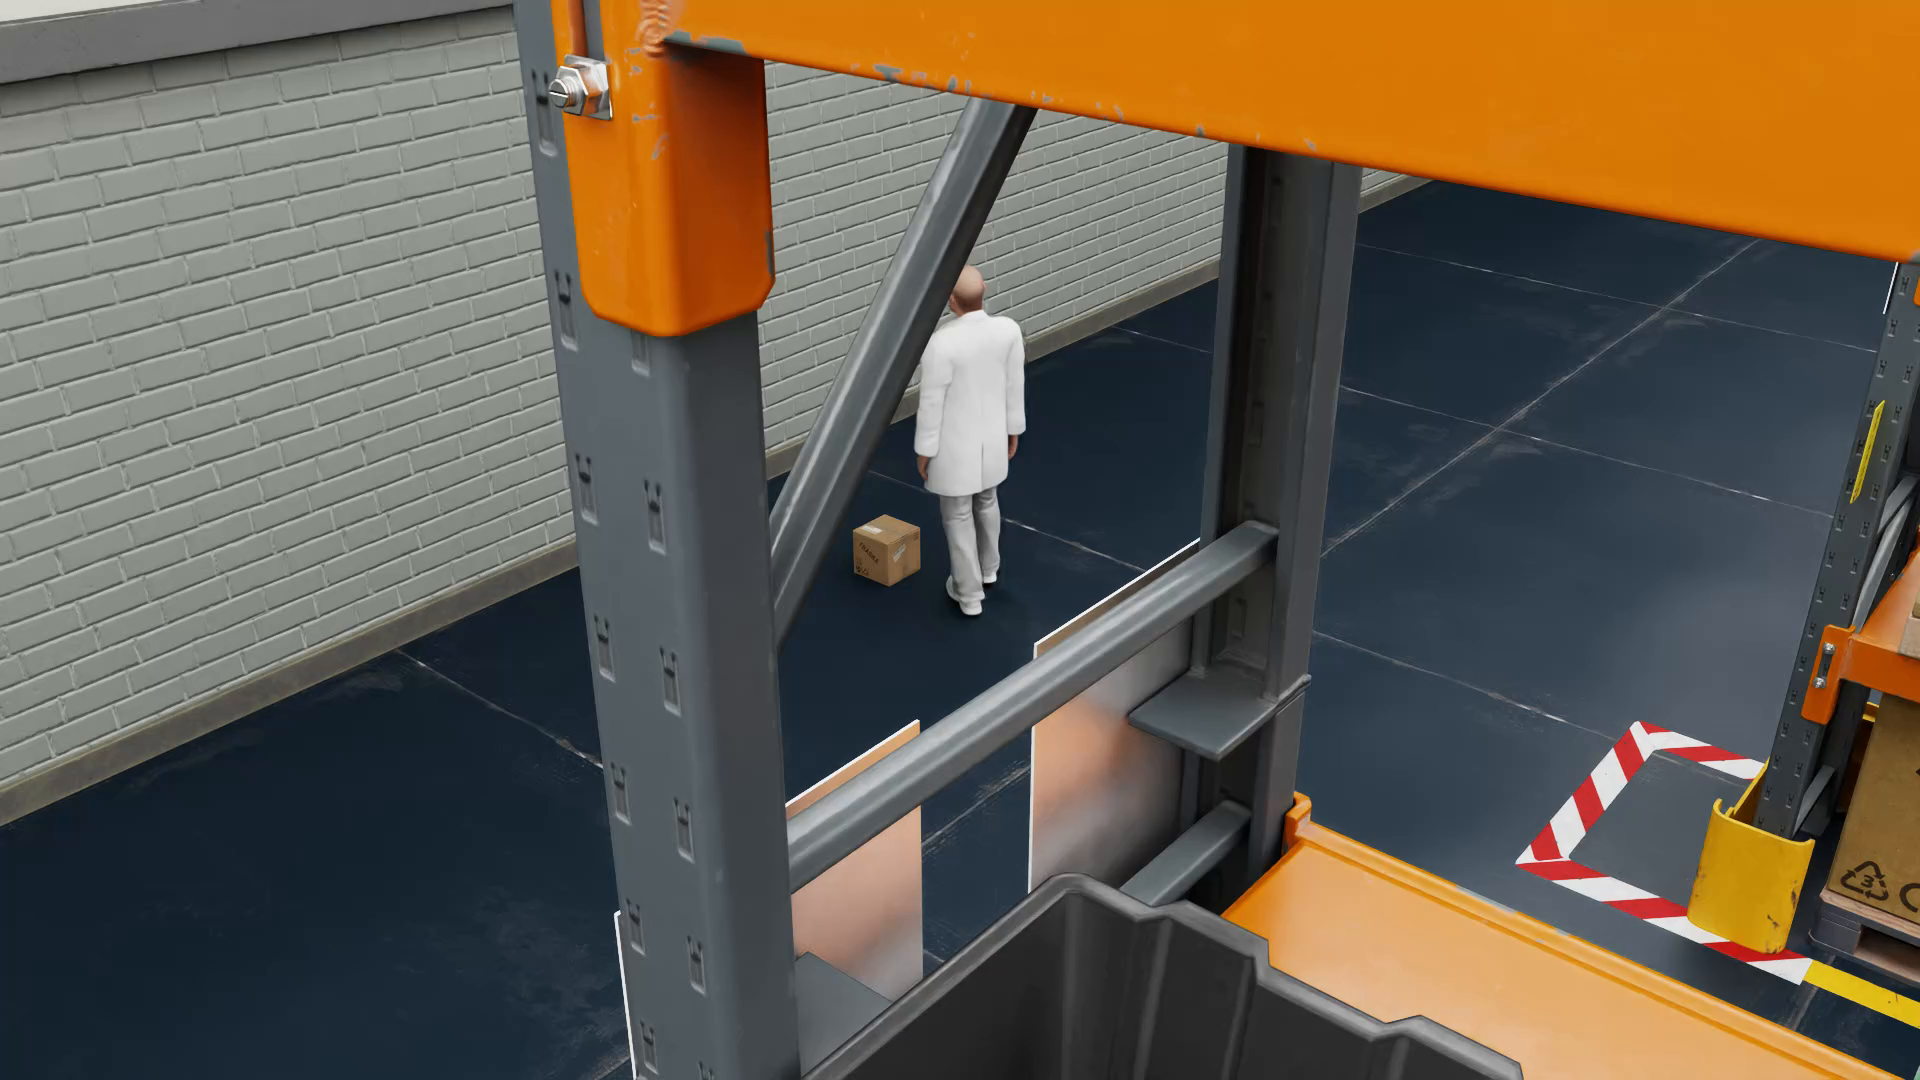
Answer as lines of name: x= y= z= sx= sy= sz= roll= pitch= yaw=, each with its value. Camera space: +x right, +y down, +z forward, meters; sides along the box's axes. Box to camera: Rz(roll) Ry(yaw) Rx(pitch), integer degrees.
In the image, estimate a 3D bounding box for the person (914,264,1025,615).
person: x=-0.021 y=-0.525 z=8.154 sx=0.602 sy=1.791 sz=0.569 roll=-15 pitch=31 yaw=-27
